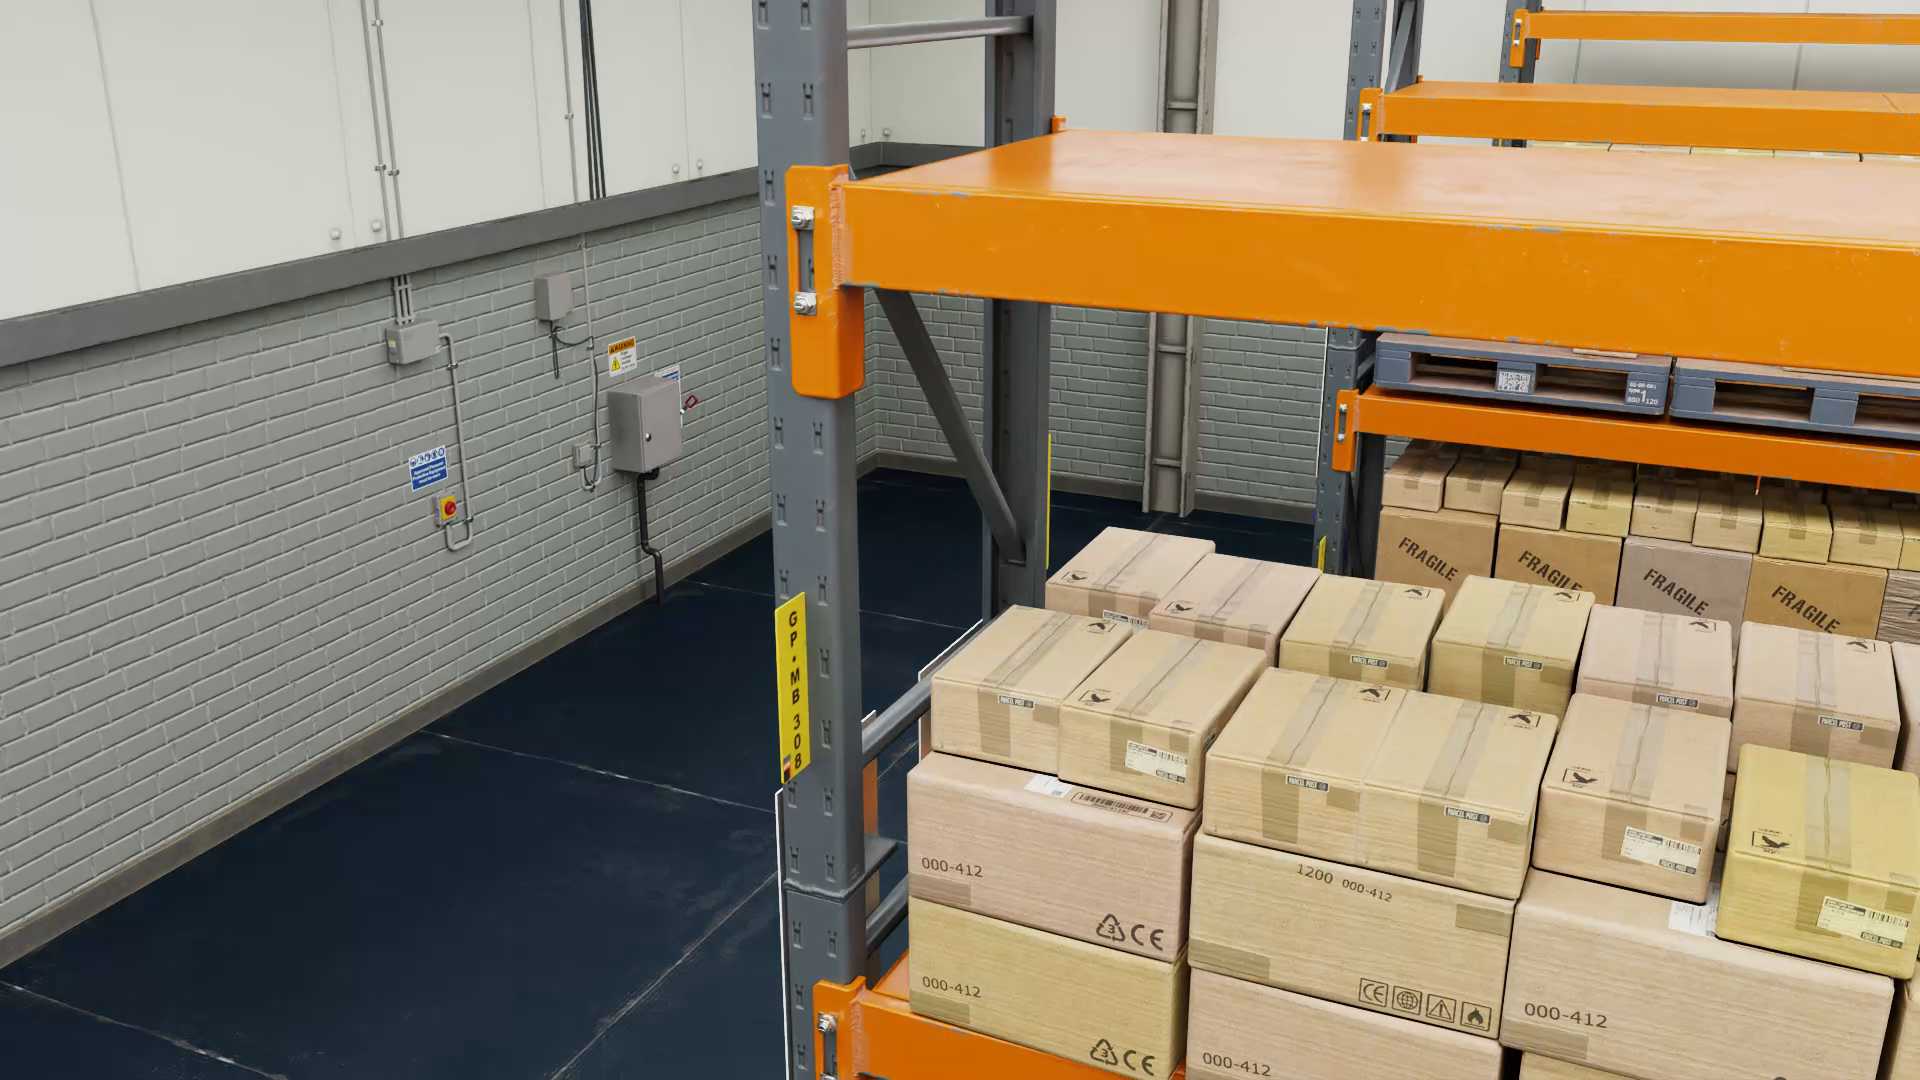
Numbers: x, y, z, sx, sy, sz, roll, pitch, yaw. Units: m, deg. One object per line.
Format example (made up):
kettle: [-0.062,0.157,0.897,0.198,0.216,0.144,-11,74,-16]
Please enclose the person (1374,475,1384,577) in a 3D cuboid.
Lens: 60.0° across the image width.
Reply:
person: [2.705,0.372,10.488,0.991,1.593,0.442,16,25,39]
